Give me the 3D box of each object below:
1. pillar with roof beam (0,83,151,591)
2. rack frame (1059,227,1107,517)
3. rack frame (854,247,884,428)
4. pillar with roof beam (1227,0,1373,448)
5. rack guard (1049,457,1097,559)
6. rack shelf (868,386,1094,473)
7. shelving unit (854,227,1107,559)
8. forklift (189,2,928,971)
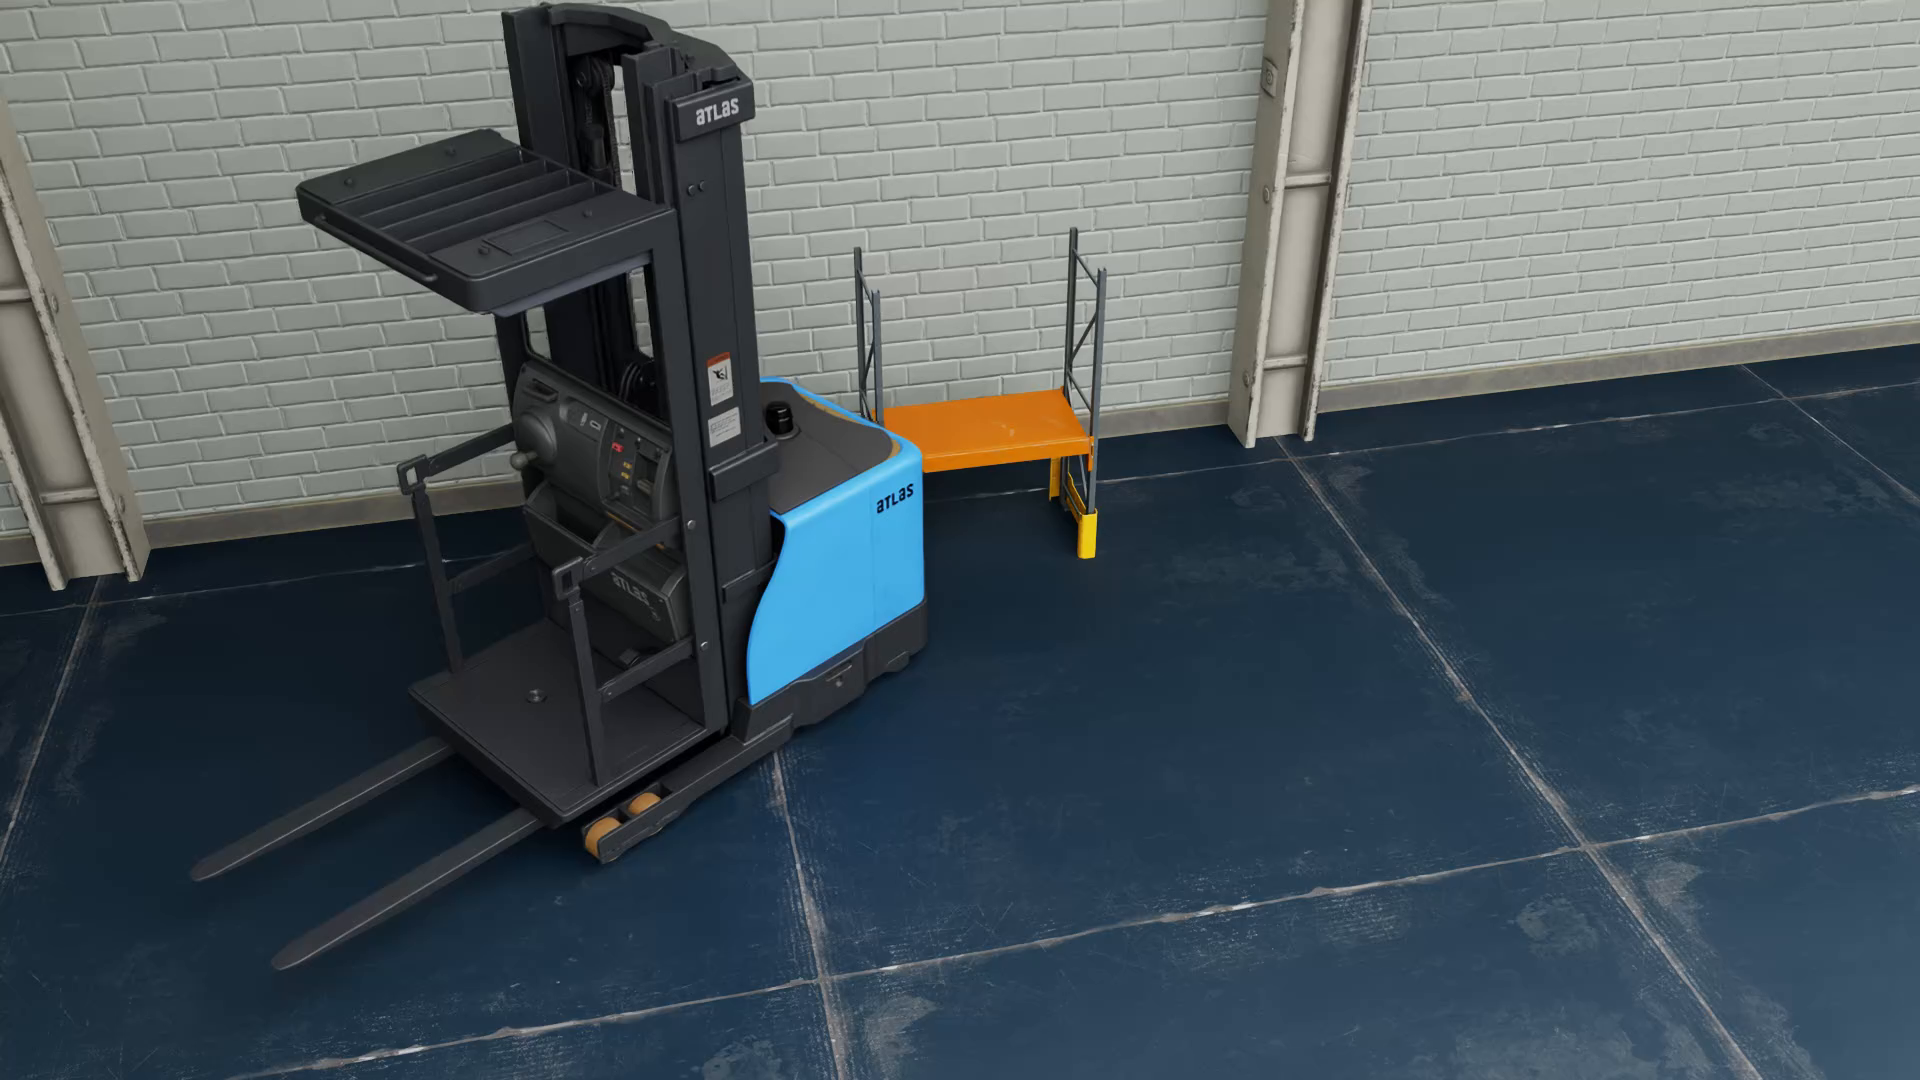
[{"bbox_3d":[-3.202,-1.264,2.058,0.400,9.000,9.100,-7,35,-11],"label":"pillar with roof beam"},{"bbox_3d":[0.579,-0.696,7.941,0.032,1.500,0.500,-7,35,-11],"label":"rack frame"},{"bbox_3d":[-0.413,-0.571,7.755,0.032,1.500,0.500,-7,35,-11],"label":"rack frame"},{"bbox_3d":[2.650,-2.001,3.157,0.400,9.000,9.100,-7,35,-11],"label":"pillar with roof beam"},{"bbox_3d":[0.560,-0.174,8.286,0.087,0.250,0.587,-7,35,-11],"label":"rack guard"},{"bbox_3d":[0.083,-0.484,7.948,1.000,0.185,0.538,-7,35,-11],"label":"rack shelf"},{"bbox_3d":[0.074,-0.632,7.846,1.083,1.500,0.587,-7,35,-11],"label":"shelving unit"},{"bbox_3d":[-1.522,-0.304,6.072,1.130,2.935,3.031,28,43,35],"label":"forklift"}]
